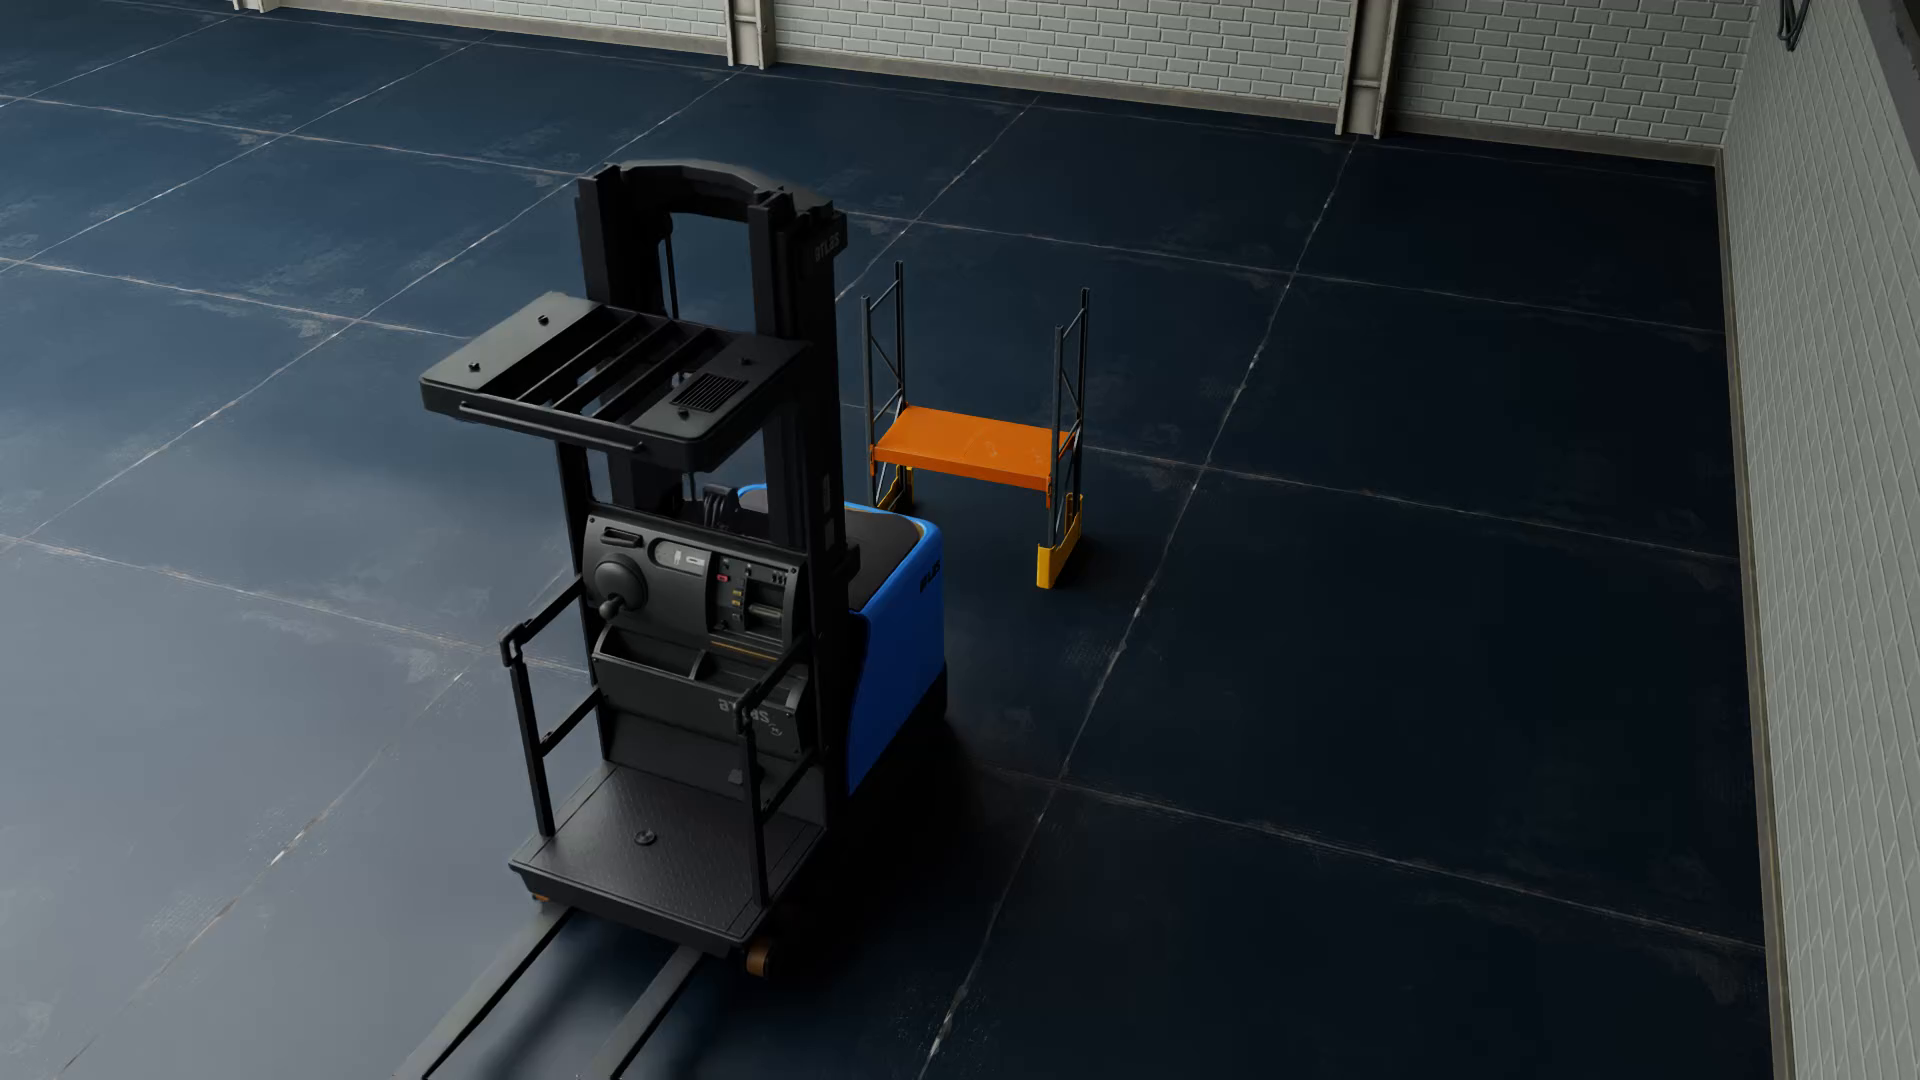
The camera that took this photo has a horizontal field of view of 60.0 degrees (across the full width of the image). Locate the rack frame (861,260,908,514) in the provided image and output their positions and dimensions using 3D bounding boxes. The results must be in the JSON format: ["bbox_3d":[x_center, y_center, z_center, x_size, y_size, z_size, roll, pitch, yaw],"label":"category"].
[{"bbox_3d":[-0.398,-0.707,8.931,0.032,1.500,0.500,11,34,16],"label":"rack frame"}]

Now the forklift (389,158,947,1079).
[{"bbox_3d":[-1.112,0.225,6.168,1.130,2.935,3.031,13,35,20],"label":"forklift"}]

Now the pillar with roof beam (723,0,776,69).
[{"bbox_3d":[-3.519,-6.341,10.744,0.400,9.000,9.100,11,34,16],"label":"pillar with roof beam"}]

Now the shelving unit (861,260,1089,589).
[{"bbox_3d":[0.072,-0.616,8.790,1.083,1.500,0.587,11,34,16],"label":"shelving unit"}]

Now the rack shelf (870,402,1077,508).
[{"bbox_3d":[0.080,-0.463,8.885,1.000,0.185,0.538,11,34,16],"label":"rack shelf"}]

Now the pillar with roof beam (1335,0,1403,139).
[{"bbox_3d":[2.129,-5.243,9.043,0.400,9.000,9.100,11,34,16],"label":"pillar with roof beam"}]

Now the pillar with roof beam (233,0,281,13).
[{"bbox_3d":[-9.168,-7.439,12.444,0.400,9.000,9.100,11,34,16],"label":"pillar with roof beam"}]

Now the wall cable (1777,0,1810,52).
[{"bbox_3d":[5.908,-4.923,11.409,0.112,2.526,3.097,11,34,16],"label":"wall cable"}]

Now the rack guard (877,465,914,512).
[{"bbox_3d":[-0.397,-0.182,9.270,0.087,0.250,0.587,11,34,16],"label":"rack guard"}]

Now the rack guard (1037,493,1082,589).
[{"bbox_3d":[0.541,0.000,8.987,0.087,0.250,0.587,11,34,16],"label":"rack guard"}]

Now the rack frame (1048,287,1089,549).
[{"bbox_3d":[0.559,-0.521,8.643,0.032,1.500,0.500,11,34,16],"label":"rack frame"}]
